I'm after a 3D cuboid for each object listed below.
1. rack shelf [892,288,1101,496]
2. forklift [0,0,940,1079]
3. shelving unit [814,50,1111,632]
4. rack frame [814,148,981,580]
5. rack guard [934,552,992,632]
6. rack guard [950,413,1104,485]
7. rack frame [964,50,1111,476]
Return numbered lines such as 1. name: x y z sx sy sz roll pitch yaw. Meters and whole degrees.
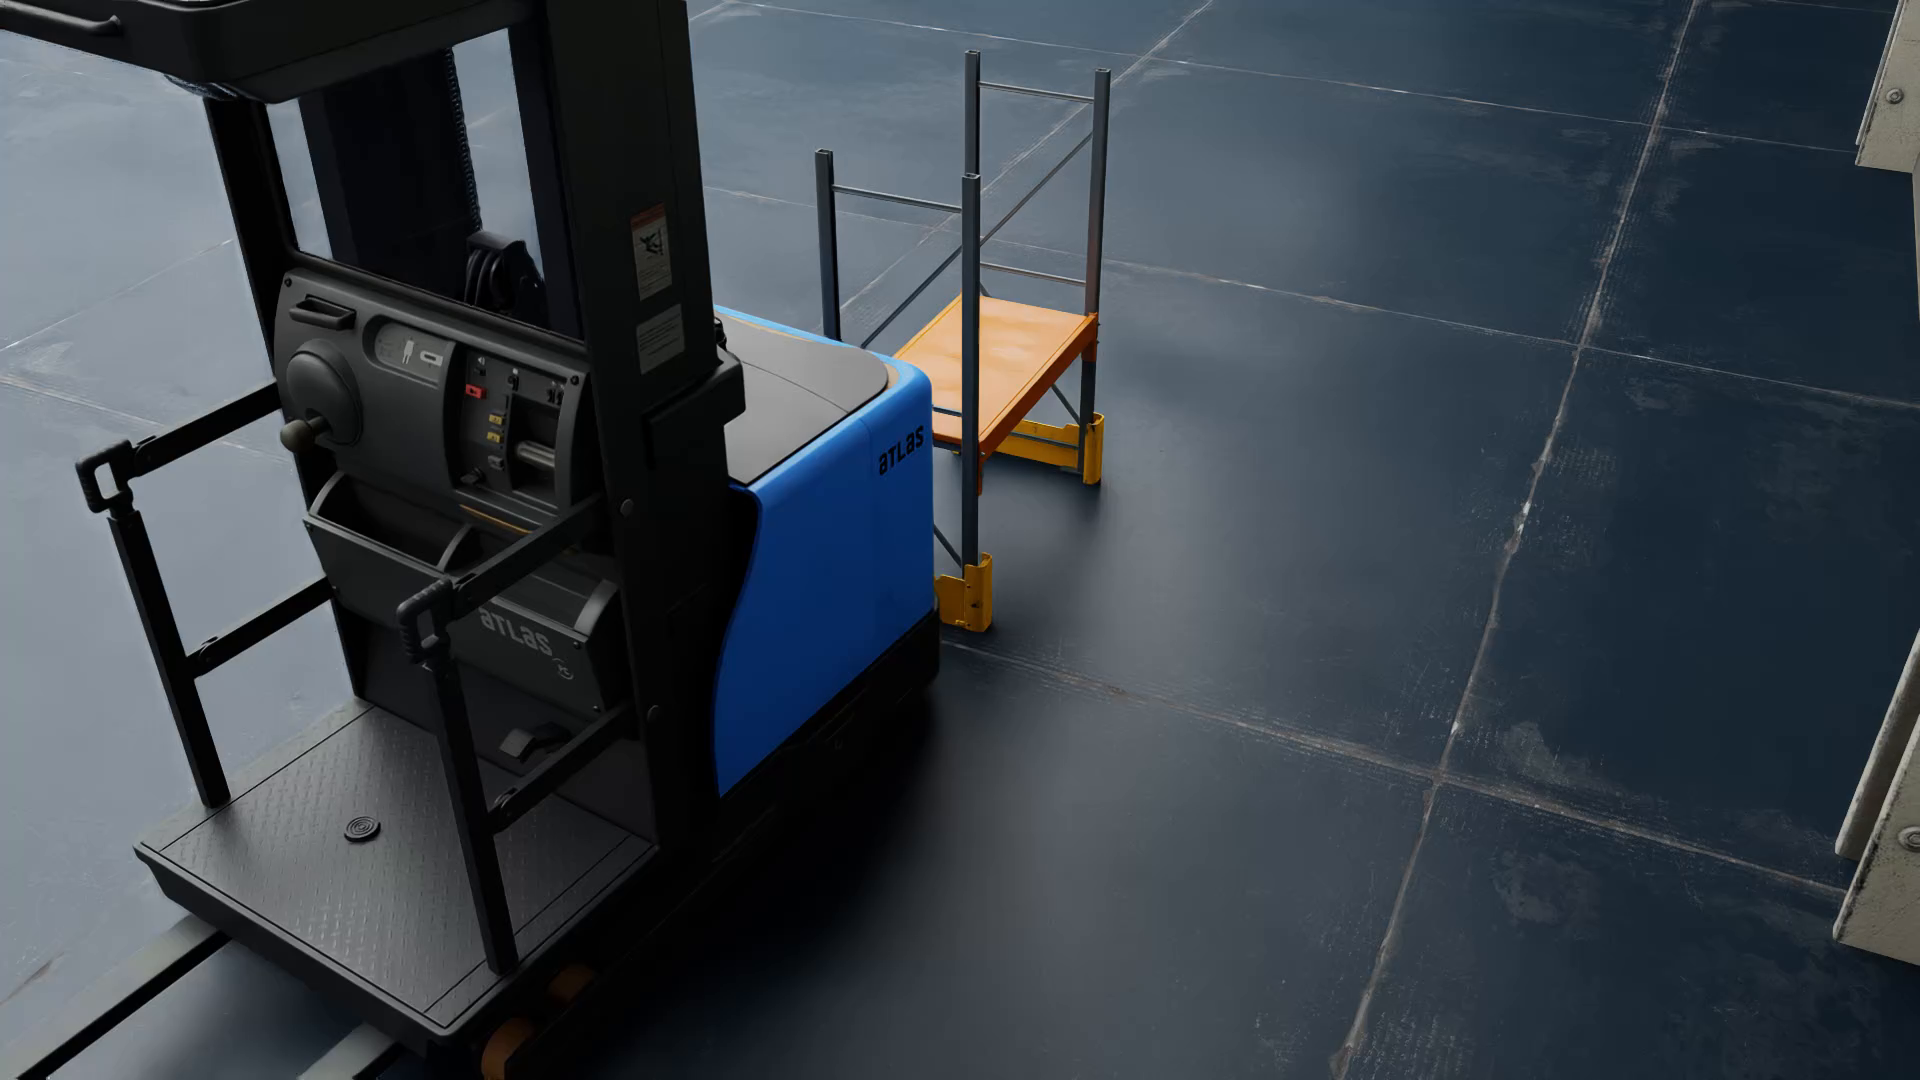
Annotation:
1. rack shelf: 0.036 -0.519 5.502 0.538 0.185 1.000 14 36 20
2. forklift: -1.279 -0.257 3.469 1.130 2.935 3.031 19 38 27
3. shelving unit: 0.032 -0.665 5.397 0.587 1.500 1.083 14 36 20
4. rack frame: -0.177 -0.417 5.017 0.500 1.500 0.032 14 36 20
5. rack guard: -0.176 0.106 5.361 0.587 0.250 0.087 14 36 20
6. rack guard: 0.240 -0.391 6.118 0.587 0.250 0.087 14 36 20
7. rack frame: 0.248 -0.923 5.790 0.500 1.500 0.032 14 36 20
